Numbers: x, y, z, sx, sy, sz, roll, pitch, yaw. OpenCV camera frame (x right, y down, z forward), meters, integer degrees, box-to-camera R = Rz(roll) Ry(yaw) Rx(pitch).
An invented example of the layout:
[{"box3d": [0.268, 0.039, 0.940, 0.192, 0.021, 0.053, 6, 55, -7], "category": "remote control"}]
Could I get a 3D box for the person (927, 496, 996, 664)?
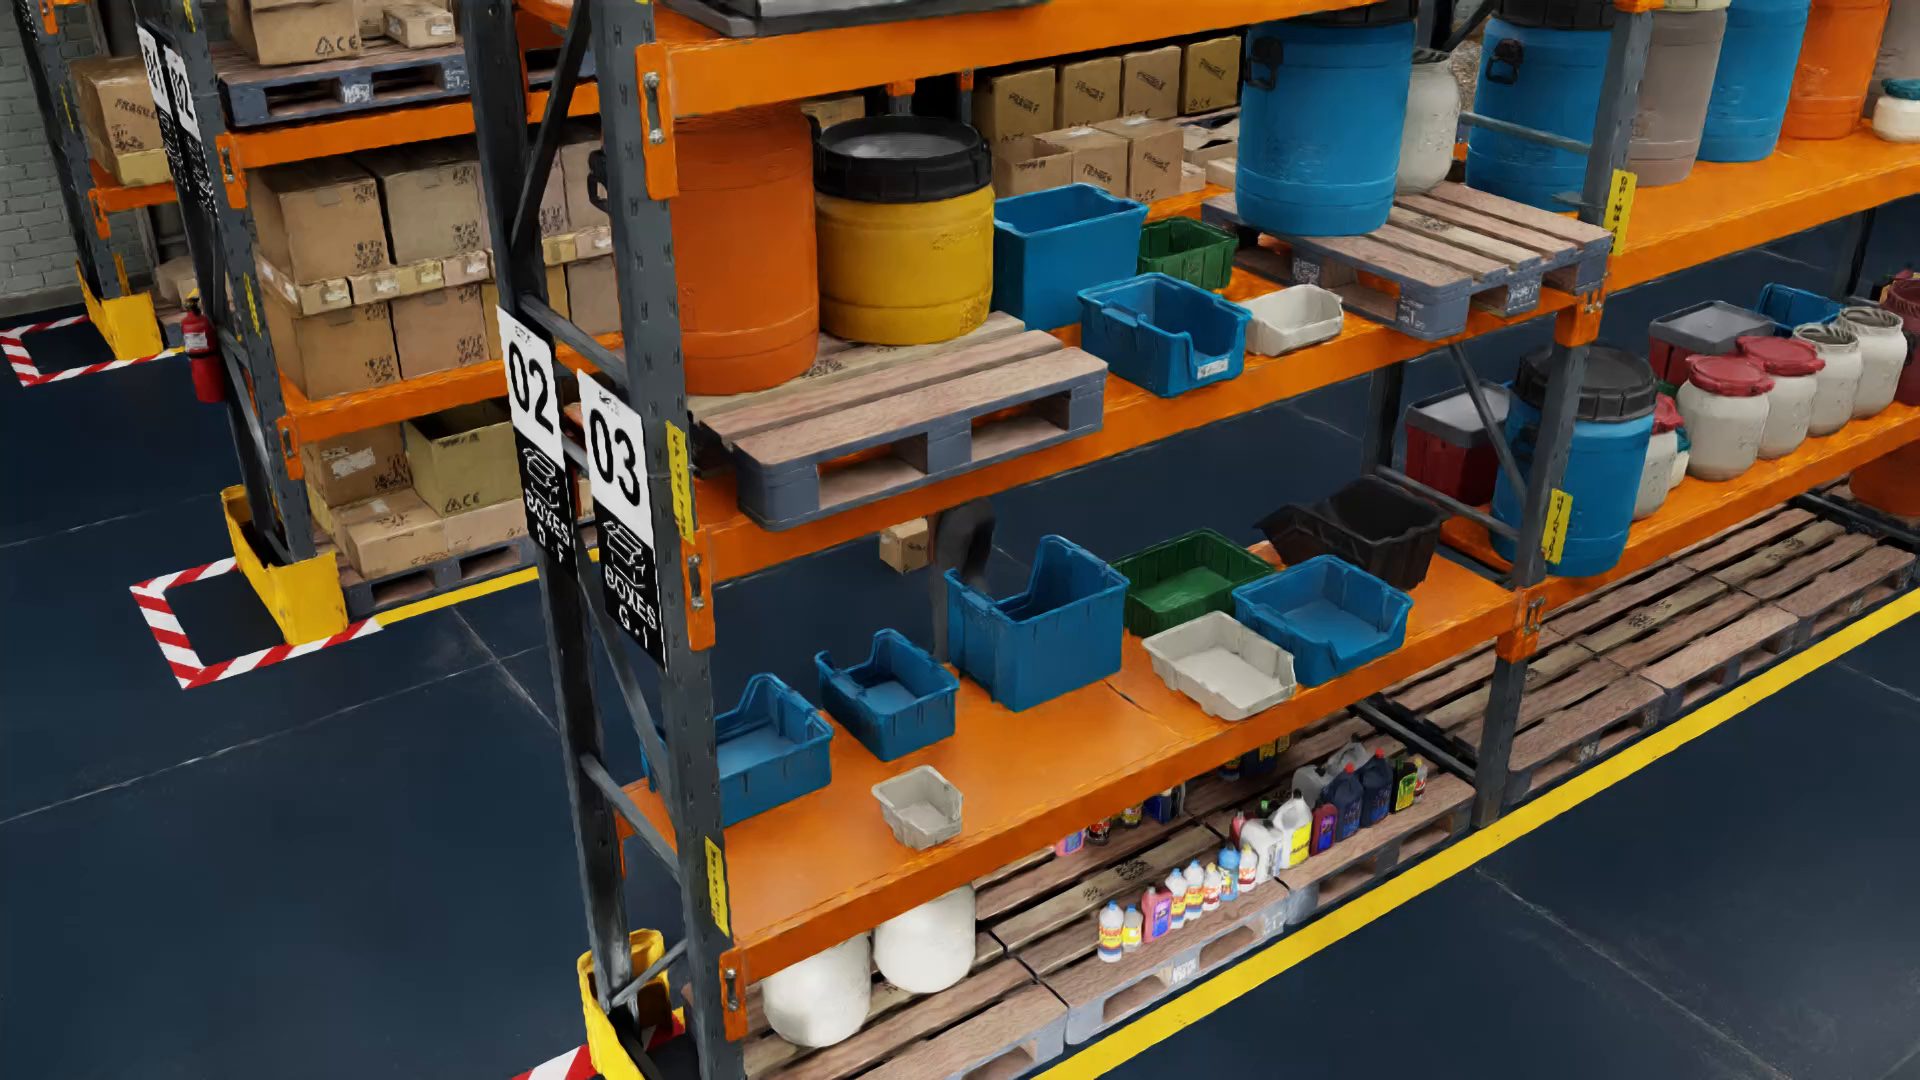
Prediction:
[{"box3d": [-0.037, -0.081, 8.749, 0.359, 1.657, 0.469, 25, 37, 37], "category": "person"}]
